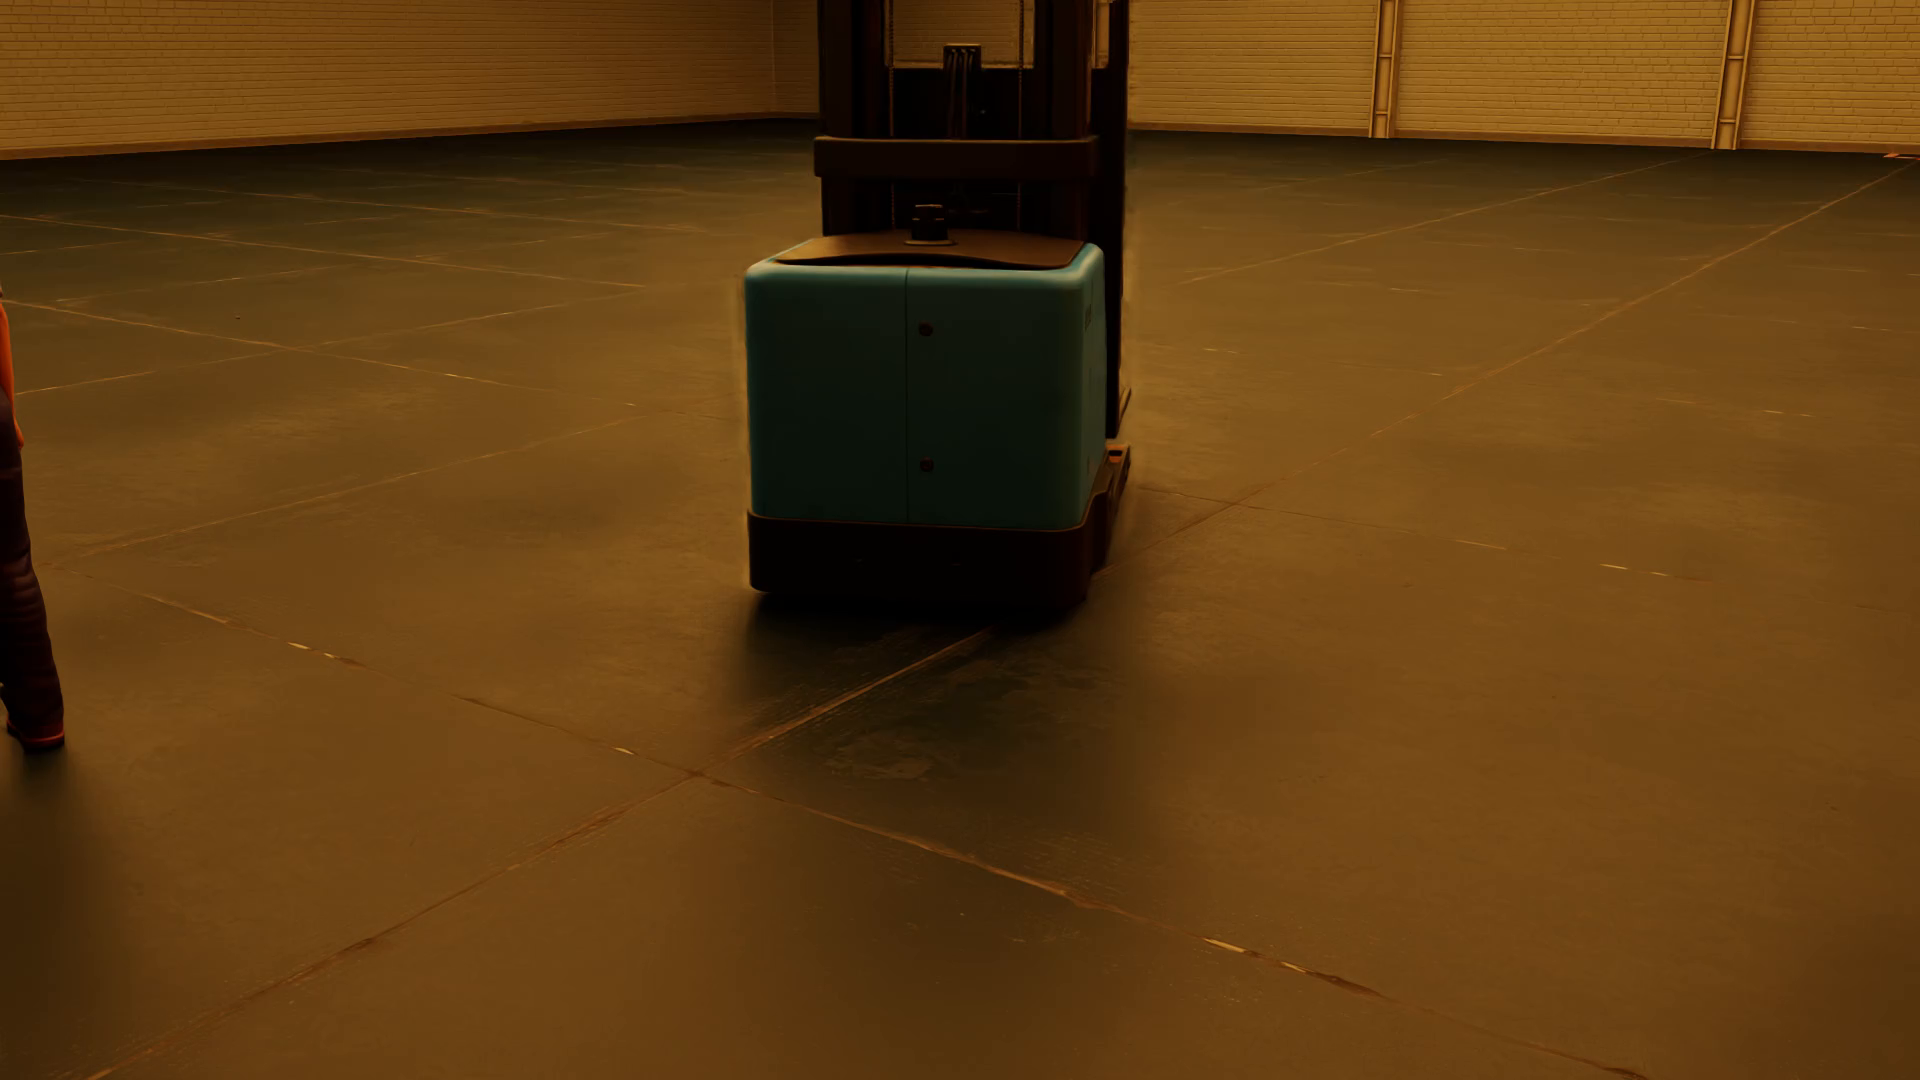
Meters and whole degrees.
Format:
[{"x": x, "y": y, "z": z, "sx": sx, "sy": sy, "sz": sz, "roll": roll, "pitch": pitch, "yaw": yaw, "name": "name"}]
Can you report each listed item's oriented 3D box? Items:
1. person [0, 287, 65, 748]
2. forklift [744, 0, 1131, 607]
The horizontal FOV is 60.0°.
[{"x": -2.472, "y": -0.252, "z": 3.922, "sx": 0.349, "sy": 1.653, "sz": 0.479, "roll": 15, "pitch": 22, "yaw": 41, "name": "person"}, {"x": 0.085, "y": -1.579, "z": 6.114, "sx": 1.130, "sy": 2.935, "sz": 3.031, "roll": 3, "pitch": 17, "yaw": 9, "name": "forklift"}]
